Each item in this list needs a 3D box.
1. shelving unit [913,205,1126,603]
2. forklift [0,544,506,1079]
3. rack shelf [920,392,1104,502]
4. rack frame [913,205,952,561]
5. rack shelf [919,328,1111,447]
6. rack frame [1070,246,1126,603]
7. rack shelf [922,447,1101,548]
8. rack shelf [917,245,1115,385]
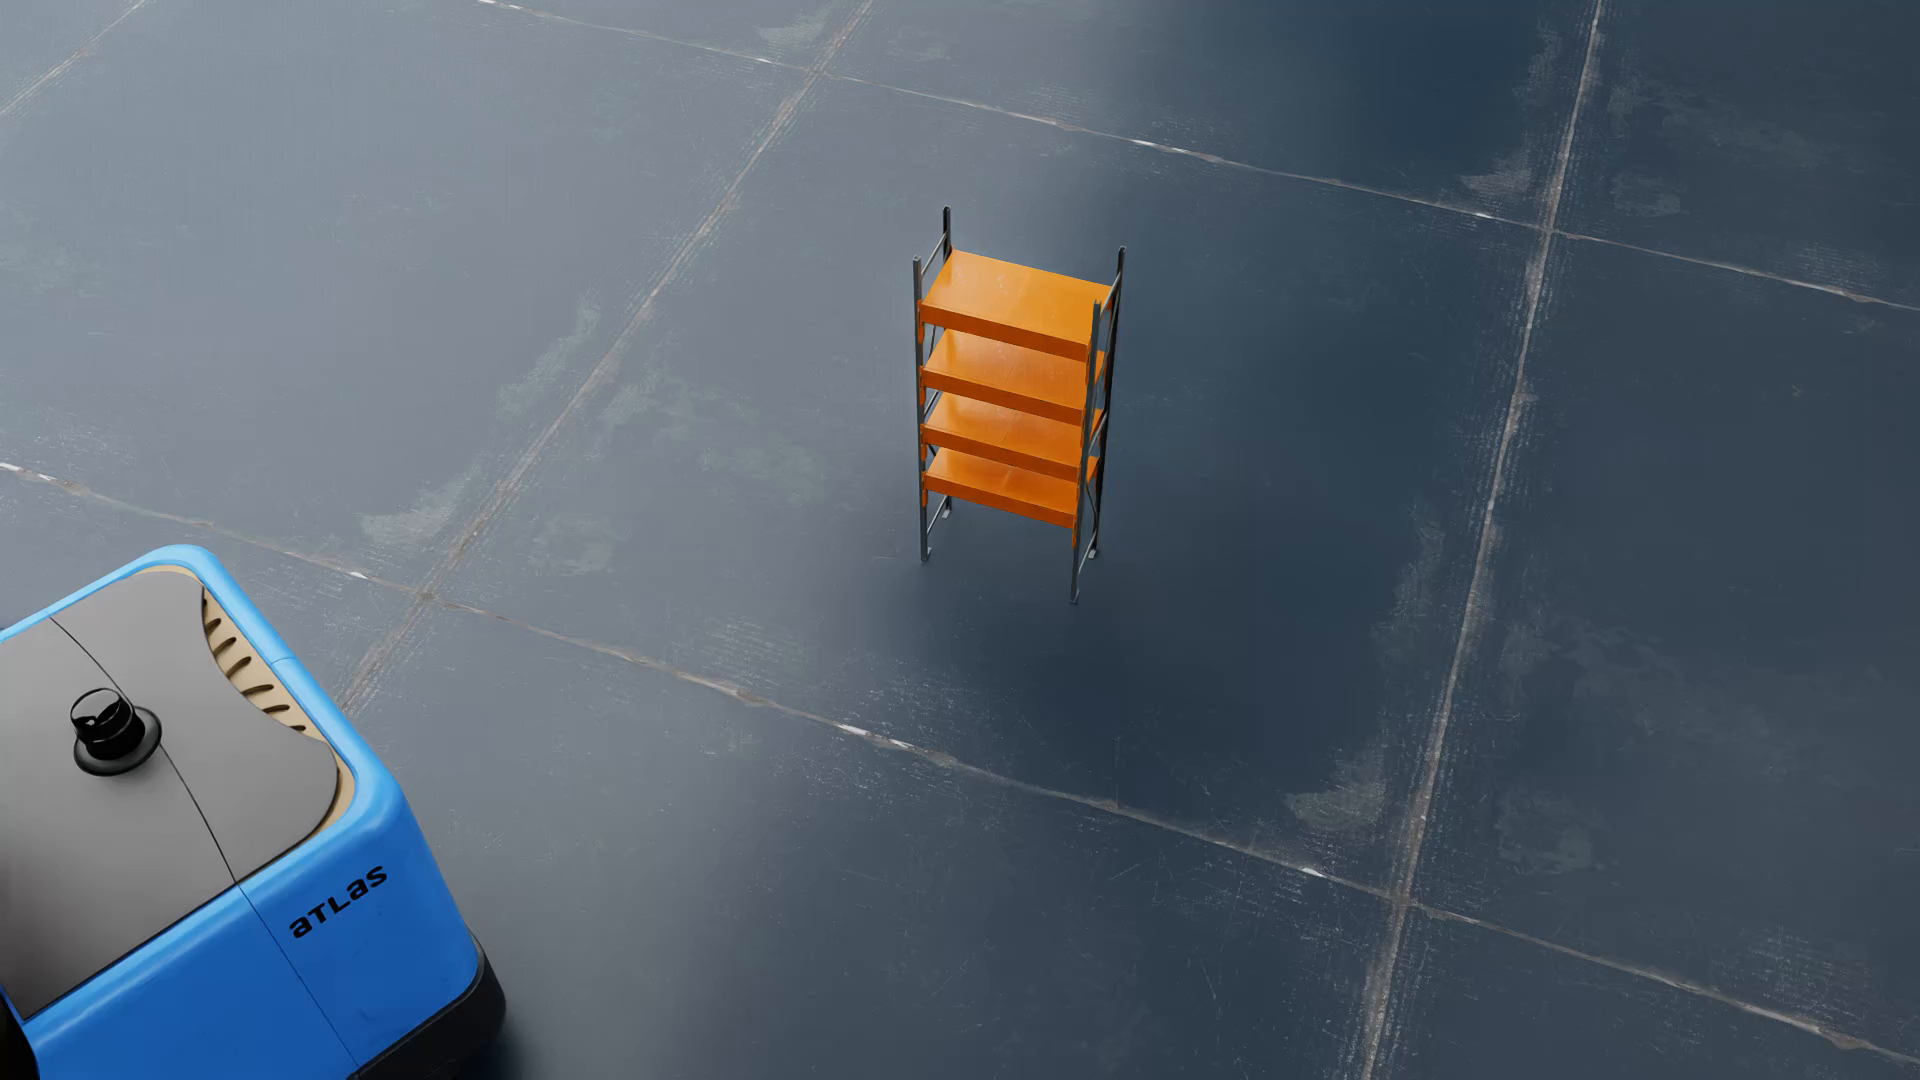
[{"bbox_3d":[0.155,-0.350,4.759,0.503,1.200,0.258,16,51,13],"label":"shelving unit"},{"bbox_3d":[-2.560,0.746,2.664,3.031,2.935,1.130,-35,57,-26],"label":"forklift"},{"bbox_3d":[0.155,-0.306,4.810,0.480,0.148,0.258,16,51,13],"label":"rack shelf"},{"bbox_3d":[-0.074,-0.414,4.814,0.015,1.200,0.240,16,51,13],"label":"rack frame"},{"bbox_3d":[0.155,-0.452,4.641,0.480,0.148,0.258,16,51,13],"label":"rack shelf"},{"bbox_3d":[0.384,-0.286,4.704,0.015,1.200,0.240,16,51,13],"label":"rack frame"},{"bbox_3d":[0.155,-0.176,4.960,0.480,0.148,0.258,16,51,13],"label":"rack shelf"},{"bbox_3d":[0.155,-0.607,4.462,0.480,0.148,0.258,16,51,13],"label":"rack shelf"}]
